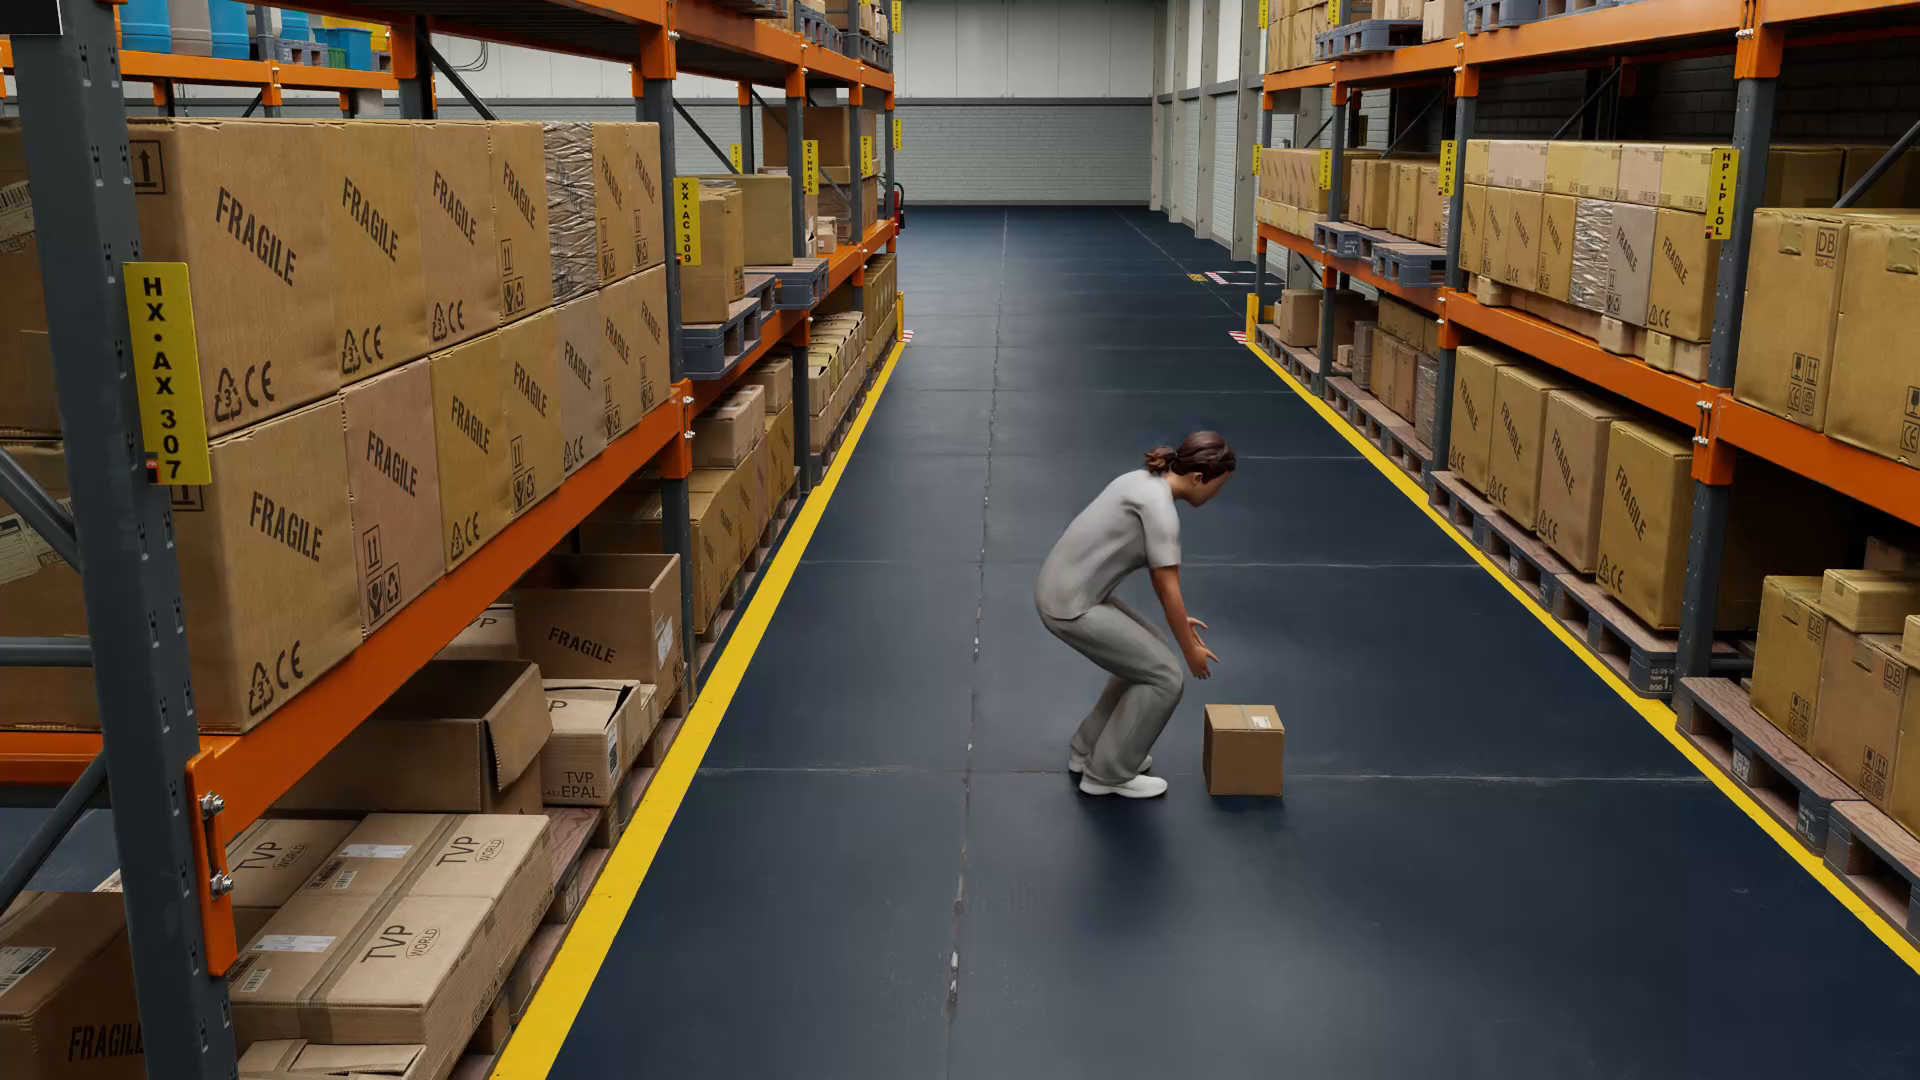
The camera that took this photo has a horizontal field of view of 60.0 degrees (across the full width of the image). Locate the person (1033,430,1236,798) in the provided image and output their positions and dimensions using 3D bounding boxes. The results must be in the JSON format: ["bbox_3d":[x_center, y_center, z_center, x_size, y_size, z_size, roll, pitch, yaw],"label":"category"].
[{"bbox_3d":[0.604,0.243,5.864,0.696,1.275,0.490,0,14,2],"label":"person"}]
